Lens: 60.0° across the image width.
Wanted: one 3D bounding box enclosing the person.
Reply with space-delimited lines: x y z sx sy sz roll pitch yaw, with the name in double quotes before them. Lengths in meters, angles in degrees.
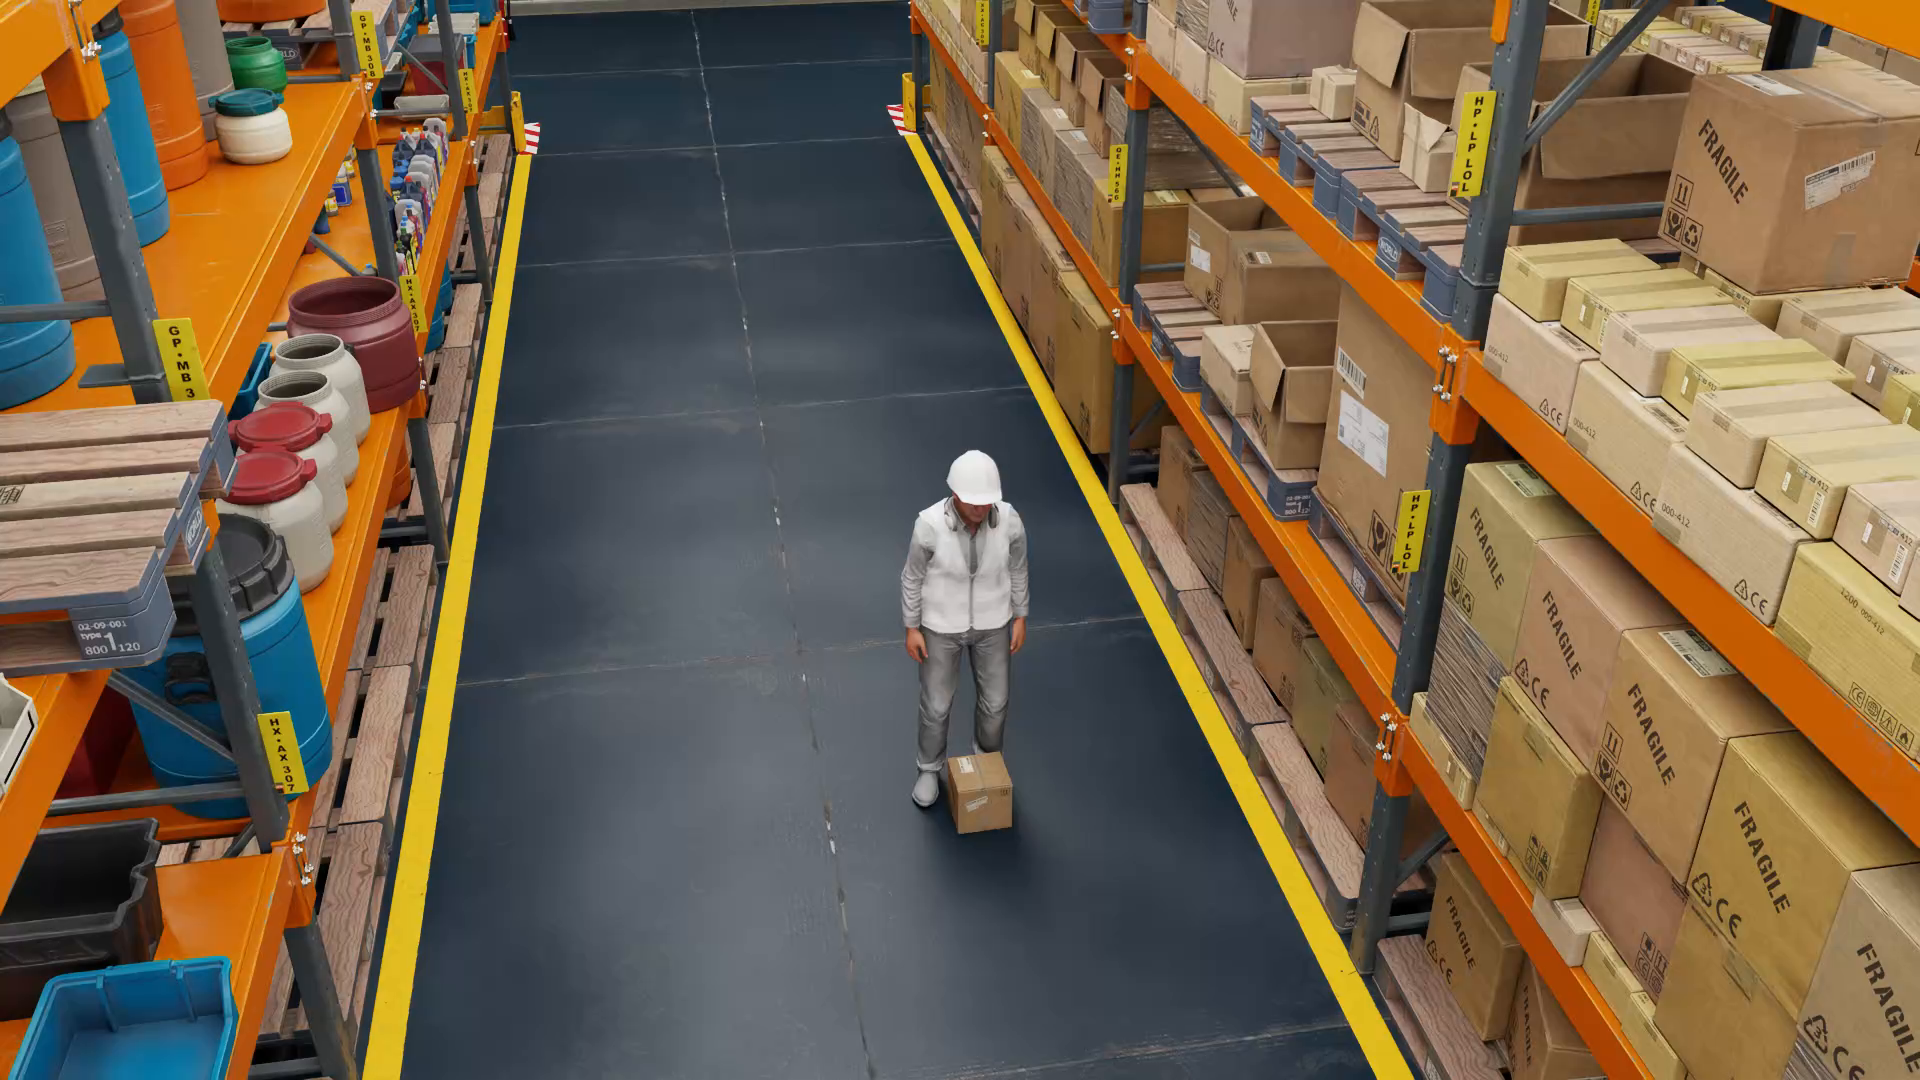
"person" 0.028 0.375 7.475 0.579 1.771 0.461 -6 31 -10
